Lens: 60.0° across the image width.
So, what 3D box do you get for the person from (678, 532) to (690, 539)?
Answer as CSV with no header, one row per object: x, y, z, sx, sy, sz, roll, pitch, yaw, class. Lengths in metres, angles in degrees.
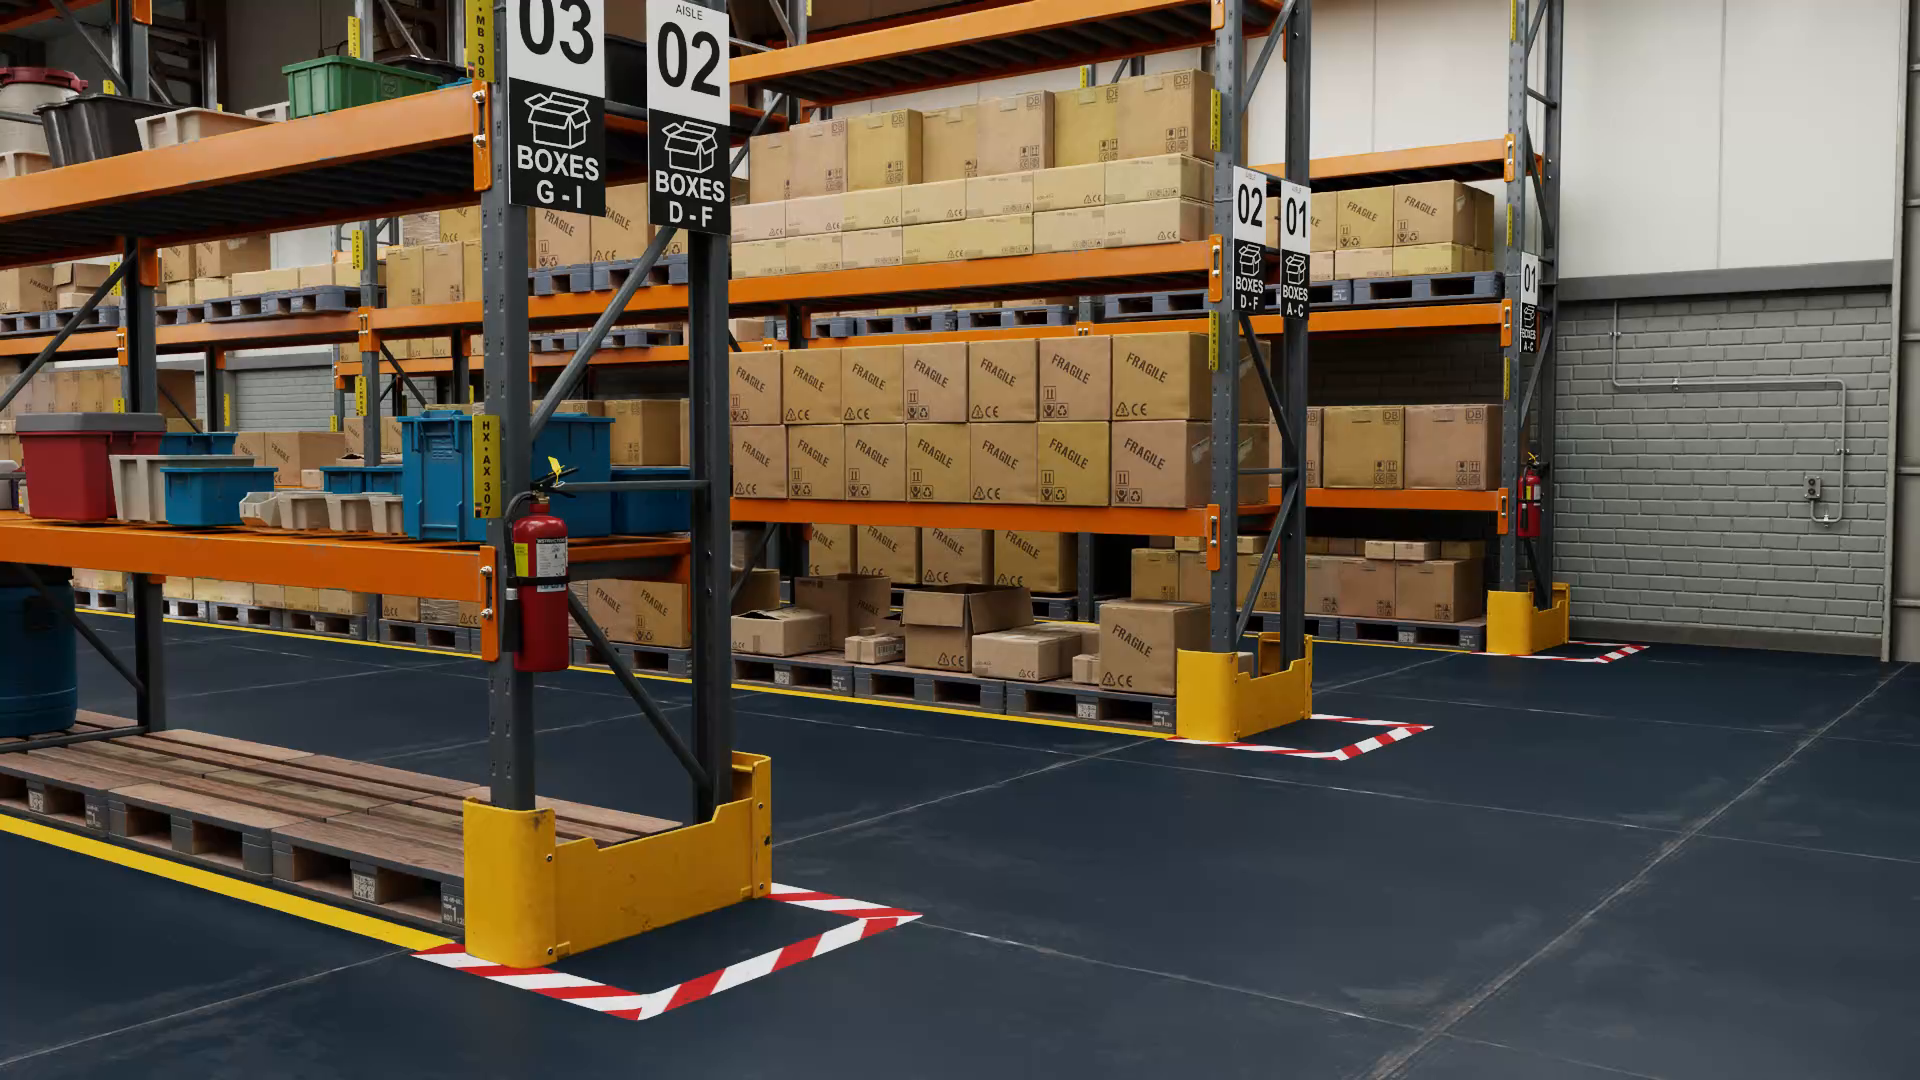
-2.659,-0.178,16.887,0.527,1.739,1.039,-3,4,-44,person
